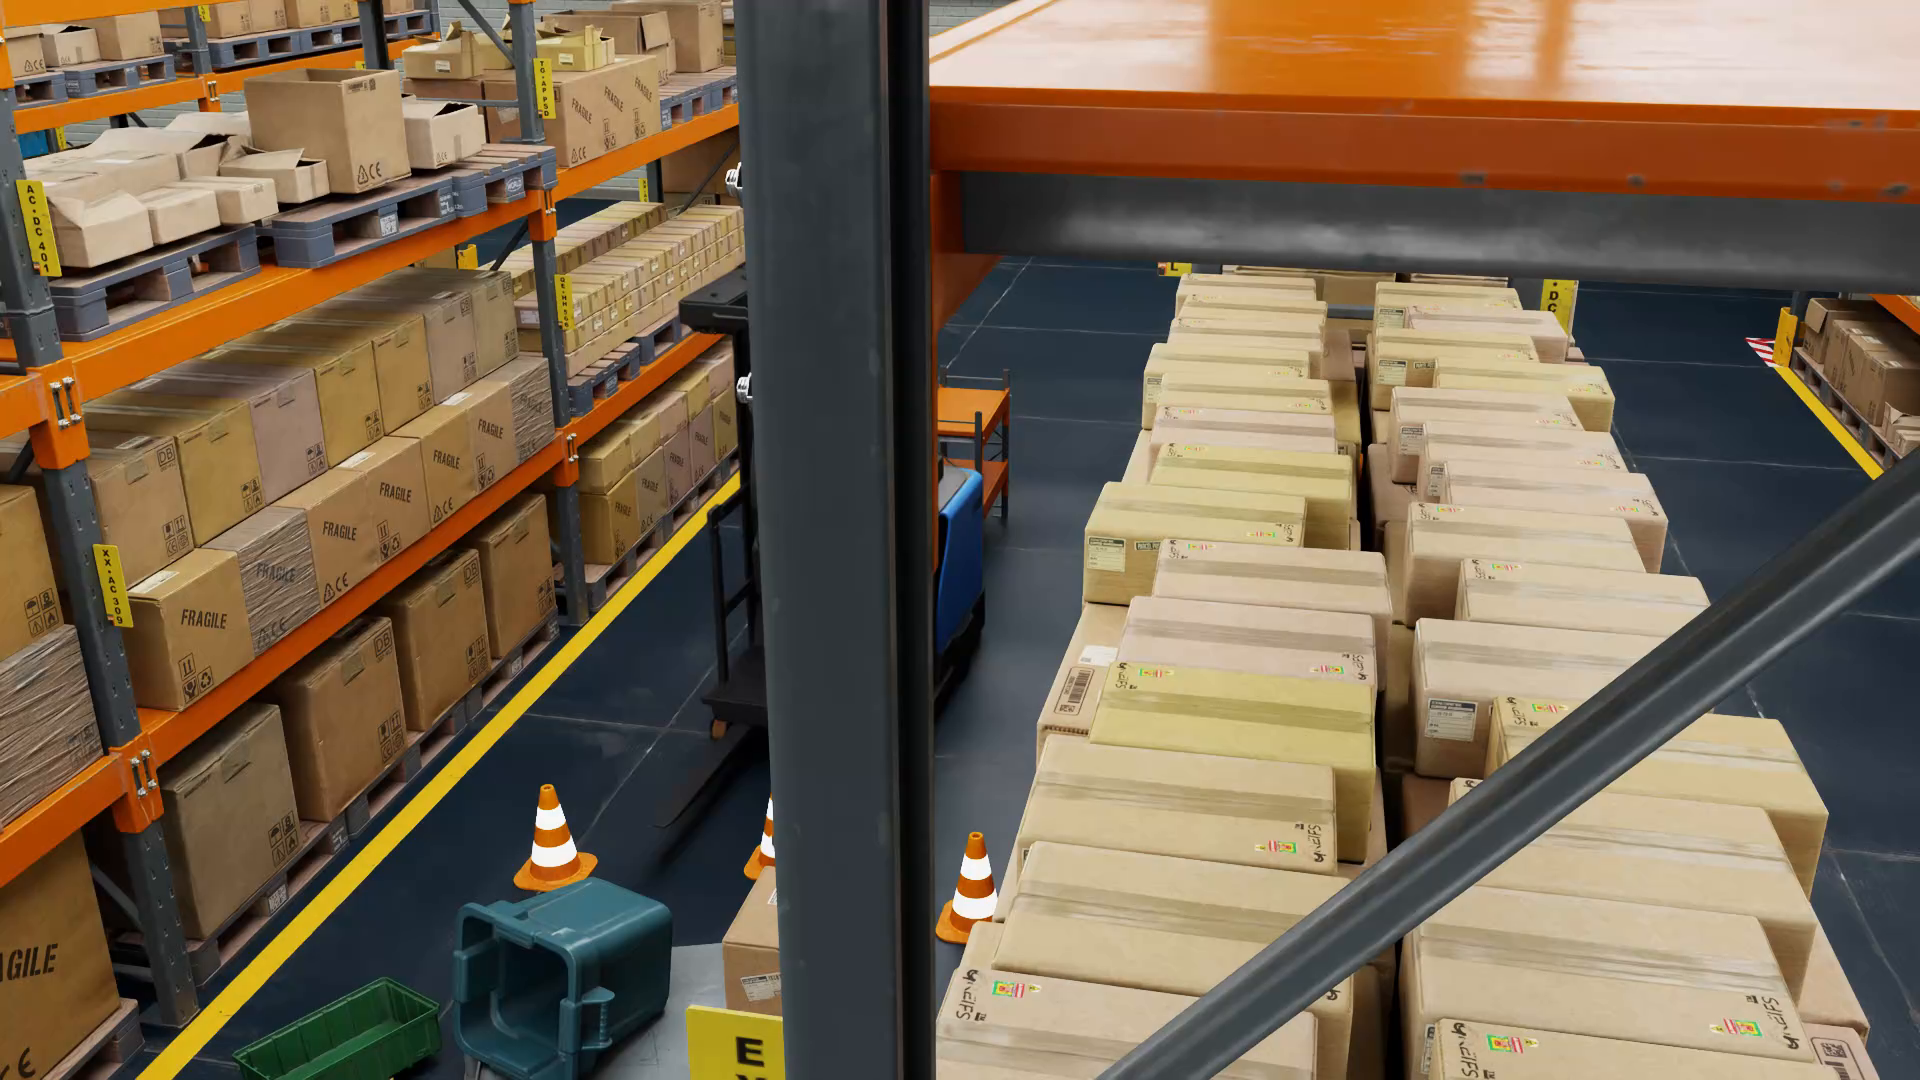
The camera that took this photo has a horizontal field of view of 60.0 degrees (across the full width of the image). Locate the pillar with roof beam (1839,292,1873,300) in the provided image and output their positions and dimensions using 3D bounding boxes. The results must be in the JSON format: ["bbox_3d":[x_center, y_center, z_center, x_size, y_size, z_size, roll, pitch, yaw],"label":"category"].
[{"bbox_3d":[5.717,-7.132,17.518,9.100,9.000,0.400,4,22,11],"label":"pillar with roof beam"}]

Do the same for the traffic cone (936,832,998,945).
[{"bbox_3d":[0.073,1.524,7.450,0.336,0.463,0.334,4,22,11],"label":"traffic cone"}]

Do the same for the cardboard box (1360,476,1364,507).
[{"bbox_3d":[1.287,-0.143,4.515,0.380,0.149,0.250,5,22,12],"label":"cardboard box"}]

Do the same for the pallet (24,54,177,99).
[{"bbox_3d":[-7.017,-3.737,13.359,0.805,0.209,1.217,4,22,9],"label":"pallet"}]

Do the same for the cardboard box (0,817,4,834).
[{"bbox_3d":[-3.829,0.836,5.561,0.875,0.550,0.550,4,22,11],"label":"cardboard box"}]

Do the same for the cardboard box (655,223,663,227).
[{"bbox_3d":[-2.574,-2.466,13.337,0.380,0.149,0.250,5,22,12],"label":"cardboard box"}]

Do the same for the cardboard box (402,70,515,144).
[{"bbox_3d":[-2.992,-2.562,10.050,0.500,0.500,0.500,4,22,11],"label":"cardboard box"}]

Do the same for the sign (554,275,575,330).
[{"bbox_3d":[-2.316,-1.392,9.744,0.100,0.325,0.005,4,22,11],"label":"sign"}]

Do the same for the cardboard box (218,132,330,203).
[{"bbox_3d":[-3.087,-1.671,7.457,0.396,0.266,0.258,4,22,11],"label":"cardboard box"}]

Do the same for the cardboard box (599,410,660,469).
[{"bbox_3d":[-2.378,-0.698,11.352,0.500,0.250,0.500,4,22,10],"label":"cardboard box"}]

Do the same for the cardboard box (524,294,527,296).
[{"bbox_3d":[-3.049,-1.613,11.219,0.380,0.149,0.250,5,22,11],"label":"cardboard box"}]

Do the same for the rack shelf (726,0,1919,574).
[{"bbox_3d":[0.783,-0.809,2.783,1.077,0.370,4.000,4,22,11],"label":"rack shelf"}]

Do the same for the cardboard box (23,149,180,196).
[{"bbox_3d":[-3.639,-1.464,6.964,0.500,0.250,0.500,4,22,10],"label":"cardboard box"}]

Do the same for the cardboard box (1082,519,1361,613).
[{"bbox_3d":[0.521,0.144,3.268,0.500,0.250,0.500,5,22,11],"label":"cardboard box"}]

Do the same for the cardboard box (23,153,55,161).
[{"bbox_3d":[-7.152,-2.801,13.317,0.797,0.503,0.637,5,22,12],"label":"cardboard box"}]

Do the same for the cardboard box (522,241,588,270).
[{"bbox_3d":[-2.888,-2.032,11.862,0.380,0.149,0.250,5,23,13],"label":"cardboard box"}]

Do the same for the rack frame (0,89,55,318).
[{"bbox_3d":[-3.676,-2.216,5.309,1.000,3.000,0.127,4,22,11],"label":"rack frame"}]

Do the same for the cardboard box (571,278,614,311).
[{"bbox_3d":[-2.469,-1.592,10.769,0.380,0.149,0.250,4,22,11],"label":"cardboard box"}]

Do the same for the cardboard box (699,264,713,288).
[{"bbox_3d":[-2.087,-1.999,12.576,0.380,0.149,0.250,3,22,8],"label":"cardboard box"}]

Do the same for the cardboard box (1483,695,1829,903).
[{"bbox_3d":[0.918,0.345,2.236,0.380,0.149,0.250,4,22,11],"label":"cardboard box"}]

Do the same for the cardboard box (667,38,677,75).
[{"bbox_3d":[-2.429,-3.598,12.313,0.500,0.311,0.500,4,22,10],"label":"cardboard box"}]

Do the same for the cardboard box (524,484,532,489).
[{"bbox_3d":[-2.977,-0.549,10.982,0.500,0.250,0.500,4,22,10],"label":"cardboard box"}]

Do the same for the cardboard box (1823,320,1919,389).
[{"bbox_3d":[8.069,-1.613,14.628,0.700,0.500,0.500,5,23,13],"label":"cardboard box"}]

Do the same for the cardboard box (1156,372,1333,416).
[{"bbox_3d":[0.639,-0.265,3.750,0.380,0.149,0.250,4,22,9],"label":"cardboard box"}]

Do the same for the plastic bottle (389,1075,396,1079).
[{"bbox_3d":[-2.255,2.146,6.443,0.133,0.061,0.283,-7,23,-17],"label":"plastic bottle"}]

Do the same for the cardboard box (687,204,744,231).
[{"bbox_3d":[-1.934,-2.551,13.151,0.380,0.149,0.250,5,23,13],"label":"cardboard box"}]

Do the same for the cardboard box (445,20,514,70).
[{"bbox_3d":[-2.941,-3.045,10.226,0.396,0.266,0.258,4,22,11],"label":"cardboard box"}]

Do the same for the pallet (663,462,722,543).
[{"bbox_3d":[-2.448,-0.333,12.397,1.003,0.211,1.213,4,22,11],"label":"pallet"}]

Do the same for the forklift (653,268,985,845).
[{"bbox_3d":[-0.731,-0.309,8.698,1.130,2.935,3.031,6,23,14],"label":"forklift"}]

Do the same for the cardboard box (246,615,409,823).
[{"bbox_3d":[-3.437,0.830,8.228,1.050,0.750,0.750,4,22,11],"label":"cardboard box"}]

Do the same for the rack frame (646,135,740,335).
[{"bbox_3d":[-2.043,-2.359,13.695,1.000,3.000,0.127,4,22,11],"label":"rack frame"}]

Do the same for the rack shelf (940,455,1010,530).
[{"bbox_3d":[0.001,-0.297,11.741,0.538,0.278,1.000,4,22,11],"label":"rack shelf"}]

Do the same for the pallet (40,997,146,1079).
[{"bbox_3d":[-3.908,2.133,6.275,1.003,0.211,1.213,4,22,11],"label":"pallet"}]

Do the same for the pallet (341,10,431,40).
[{"bbox_3d":[-6.203,-5.315,17.138,1.003,0.211,1.213,4,22,11],"label":"pallet"}]

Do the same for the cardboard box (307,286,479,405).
[{"bbox_3d":[-3.063,-1.057,8.992,0.700,0.500,0.500,4,22,10],"label":"cardboard box"}]

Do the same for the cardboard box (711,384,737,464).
[{"bbox_3d":[-2.053,-0.916,12.898,0.500,0.500,0.500,4,22,10],"label":"cardboard box"}]

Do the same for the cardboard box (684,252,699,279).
[{"bbox_3d":[-2.143,-2.032,12.260,0.380,0.149,0.250,3,22,8],"label":"cardboard box"}]

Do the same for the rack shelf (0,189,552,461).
[{"bbox_3d":[-3.268,-1.222,7.820,1.077,0.370,4.000,4,22,11],"label":"rack shelf"}]

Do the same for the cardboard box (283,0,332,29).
[{"bbox_3d":[-6.418,-5.120,15.707,0.700,0.500,0.500,5,23,13],"label":"cardboard box"}]

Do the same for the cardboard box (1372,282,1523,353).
[{"bbox_3d":[1.340,-0.605,4.594,0.380,0.149,0.250,5,22,12],"label":"cardboard box"}]

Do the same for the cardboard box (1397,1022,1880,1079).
[{"bbox_3d":[0.738,0.747,1.771,0.500,0.250,0.500,4,22,10],"label":"cardboard box"}]

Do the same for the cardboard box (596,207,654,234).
[{"bbox_3d":[-2.625,-2.501,13.027,0.380,0.149,0.250,5,22,12],"label":"cardboard box"}]

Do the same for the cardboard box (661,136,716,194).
[{"bbox_3d":[-2.212,-3.199,13.912,0.500,0.500,0.500,4,22,9],"label":"cardboard box"}]

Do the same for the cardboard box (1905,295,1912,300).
[{"bbox_3d":[7.642,-1.948,13.012,0.380,0.149,0.250,5,22,12],"label":"cardboard box"}]

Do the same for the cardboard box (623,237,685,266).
[{"bbox_3d":[-2.201,-2.075,11.967,0.380,0.149,0.250,3,22,9],"label":"cardboard box"}]

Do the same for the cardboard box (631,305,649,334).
[{"bbox_3d":[-2.356,-1.515,11.375,0.380,0.149,0.250,5,23,13],"label":"cardboard box"}]

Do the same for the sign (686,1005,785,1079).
[{"bbox_3d":[-0.165,0.519,1.350,0.100,0.325,0.005,4,22,11],"label":"sign"}]

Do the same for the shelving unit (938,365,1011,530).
[{"bbox_3d":[0.001,-0.524,11.650,0.538,1.125,1.048,4,22,11],"label":"shelving unit"}]

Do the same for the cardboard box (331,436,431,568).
[{"bbox_3d":[-2.994,-0.204,8.211,0.500,0.500,0.500,5,22,12],"label":"cardboard box"}]

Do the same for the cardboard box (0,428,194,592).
[{"bbox_3d":[-3.580,-0.125,6.677,0.700,0.500,0.500,4,22,10],"label":"cardboard box"}]

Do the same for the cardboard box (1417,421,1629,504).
[{"bbox_3d":[1.141,-0.125,3.403,0.380,0.149,0.250,5,22,12],"label":"cardboard box"}]

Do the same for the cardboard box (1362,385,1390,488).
[{"bbox_3d":[1.262,-0.185,4.086,0.500,0.250,0.500,4,22,10],"label":"cardboard box"}]

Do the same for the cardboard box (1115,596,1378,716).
[{"bbox_3d":[0.438,0.216,2.557,0.380,0.149,0.250,4,22,11],"label":"cardboard box"}]

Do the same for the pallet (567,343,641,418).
[{"bbox_3d":[-2.818,-1.076,10.766,1.213,0.211,1.003,4,22,11],"label":"pallet"}]

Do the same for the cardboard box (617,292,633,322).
[{"bbox_3d":[-2.409,-1.563,11.095,0.380,0.149,0.250,5,22,11],"label":"cardboard box"}]

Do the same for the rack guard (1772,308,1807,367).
[{"bbox_3d":[8.484,-1.917,15.944,1.175,0.500,0.348,4,22,11],"label":"rack guard"}]

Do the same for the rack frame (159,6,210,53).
[{"bbox_3d":[-6.878,-5.556,13.605,1.000,3.000,0.127,4,22,11],"label":"rack frame"}]
